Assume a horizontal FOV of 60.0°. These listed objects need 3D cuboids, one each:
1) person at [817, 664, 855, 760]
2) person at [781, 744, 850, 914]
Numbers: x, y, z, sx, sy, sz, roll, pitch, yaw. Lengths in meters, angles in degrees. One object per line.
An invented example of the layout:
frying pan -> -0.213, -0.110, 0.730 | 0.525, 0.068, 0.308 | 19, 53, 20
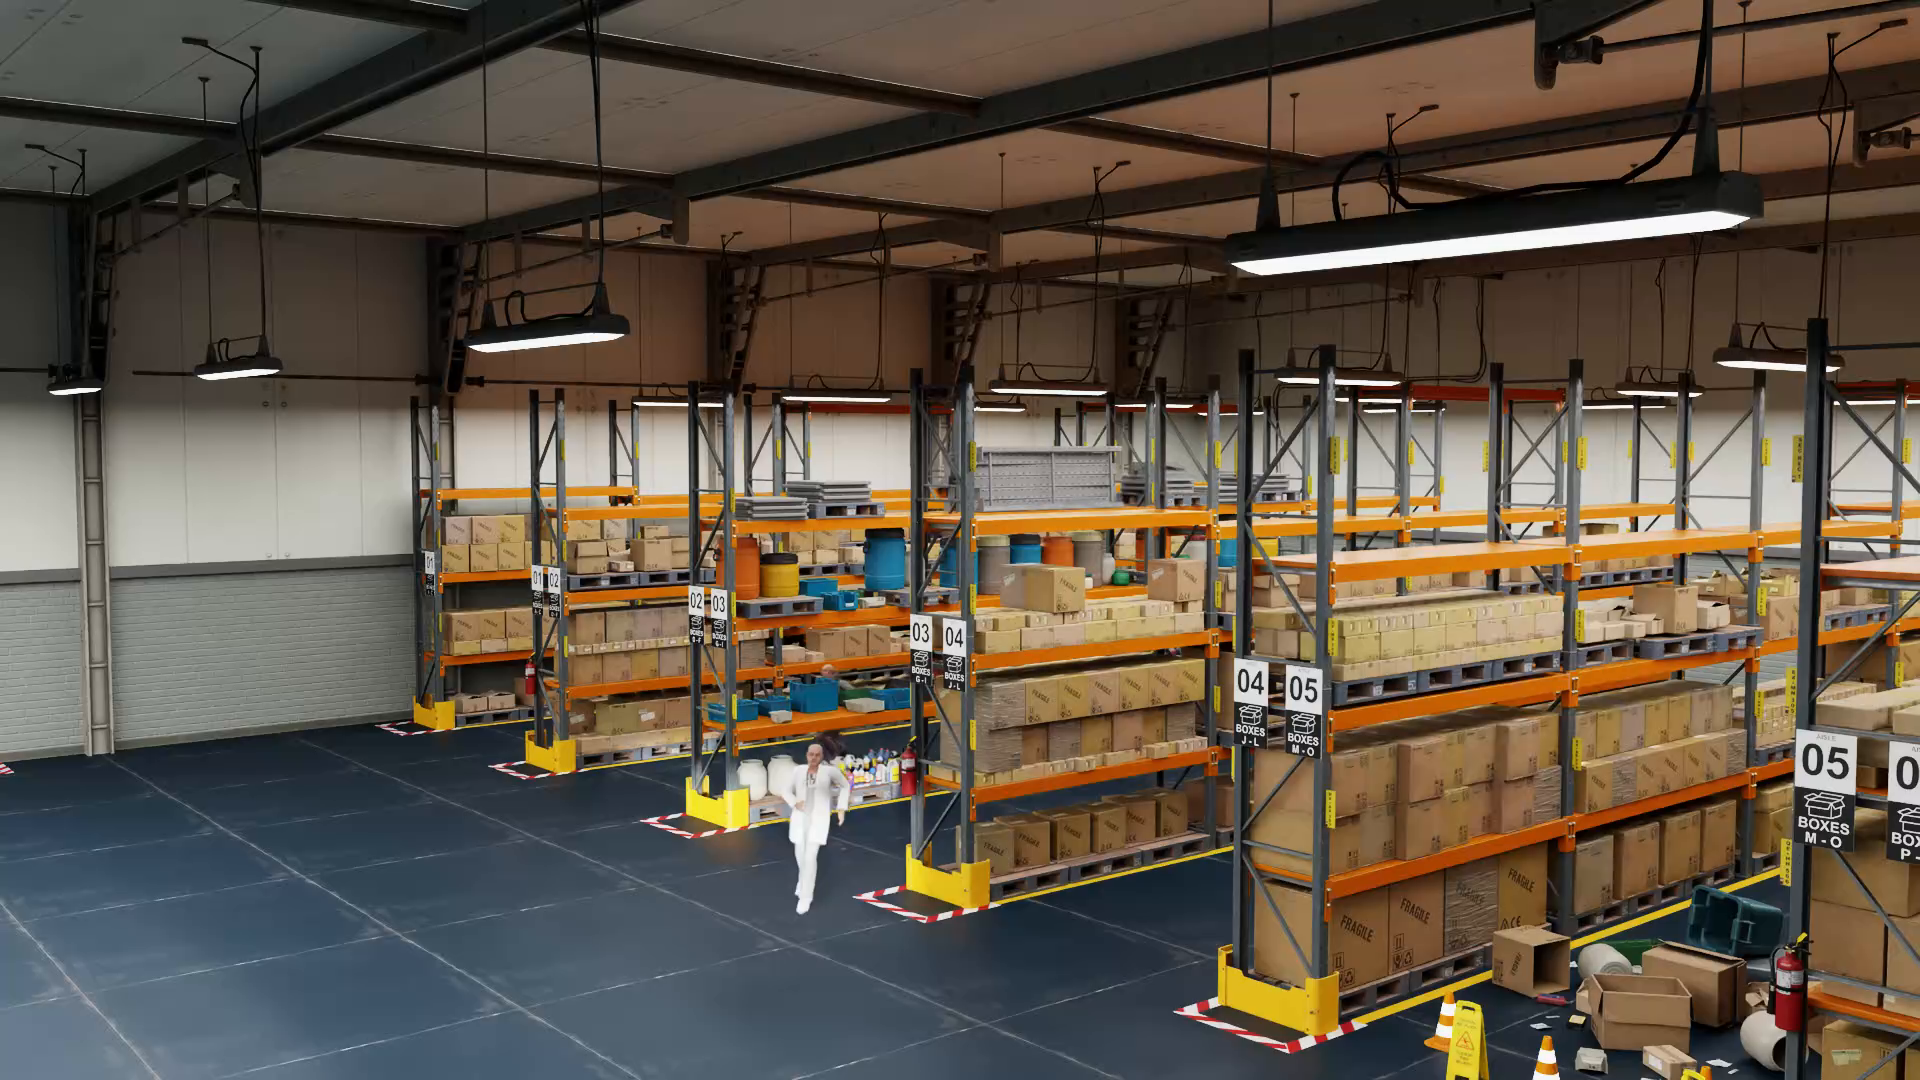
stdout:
person -> -1.988, 2.769, 25.949 | 0.776, 1.670, 0.687 | -2, 4, -35
person -> -1.631, 3.182, 18.621 | 0.741, 1.828, 0.926 | 1, 3, 10
